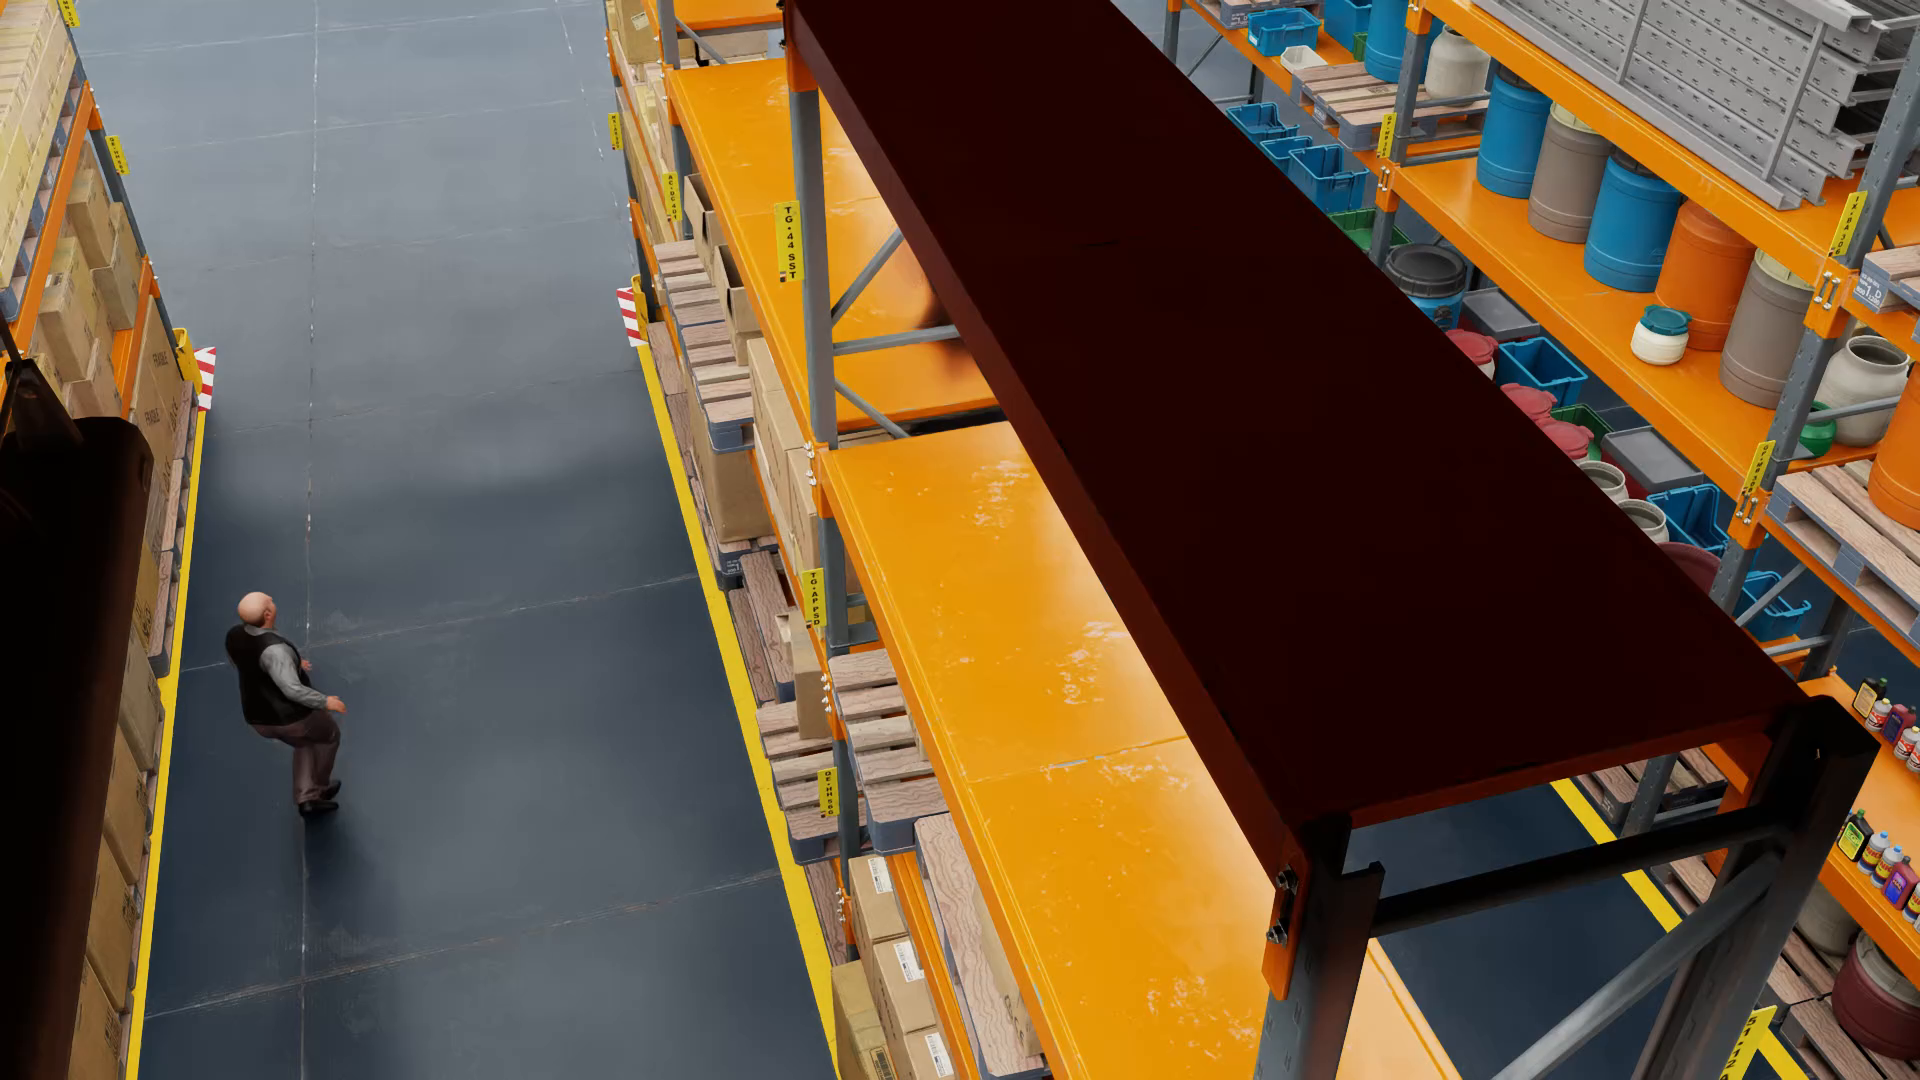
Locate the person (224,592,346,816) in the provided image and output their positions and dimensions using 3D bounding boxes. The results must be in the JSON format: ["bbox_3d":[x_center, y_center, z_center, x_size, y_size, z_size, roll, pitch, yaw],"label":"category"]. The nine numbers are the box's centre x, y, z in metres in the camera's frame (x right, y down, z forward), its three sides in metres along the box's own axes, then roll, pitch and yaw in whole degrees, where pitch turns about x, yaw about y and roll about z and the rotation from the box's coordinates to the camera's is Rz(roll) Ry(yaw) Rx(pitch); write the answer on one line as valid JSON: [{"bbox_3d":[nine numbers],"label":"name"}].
[{"bbox_3d":[-4.136,1.068,10.200,0.756,1.651,0.610,8,39,10],"label":"person"}]
